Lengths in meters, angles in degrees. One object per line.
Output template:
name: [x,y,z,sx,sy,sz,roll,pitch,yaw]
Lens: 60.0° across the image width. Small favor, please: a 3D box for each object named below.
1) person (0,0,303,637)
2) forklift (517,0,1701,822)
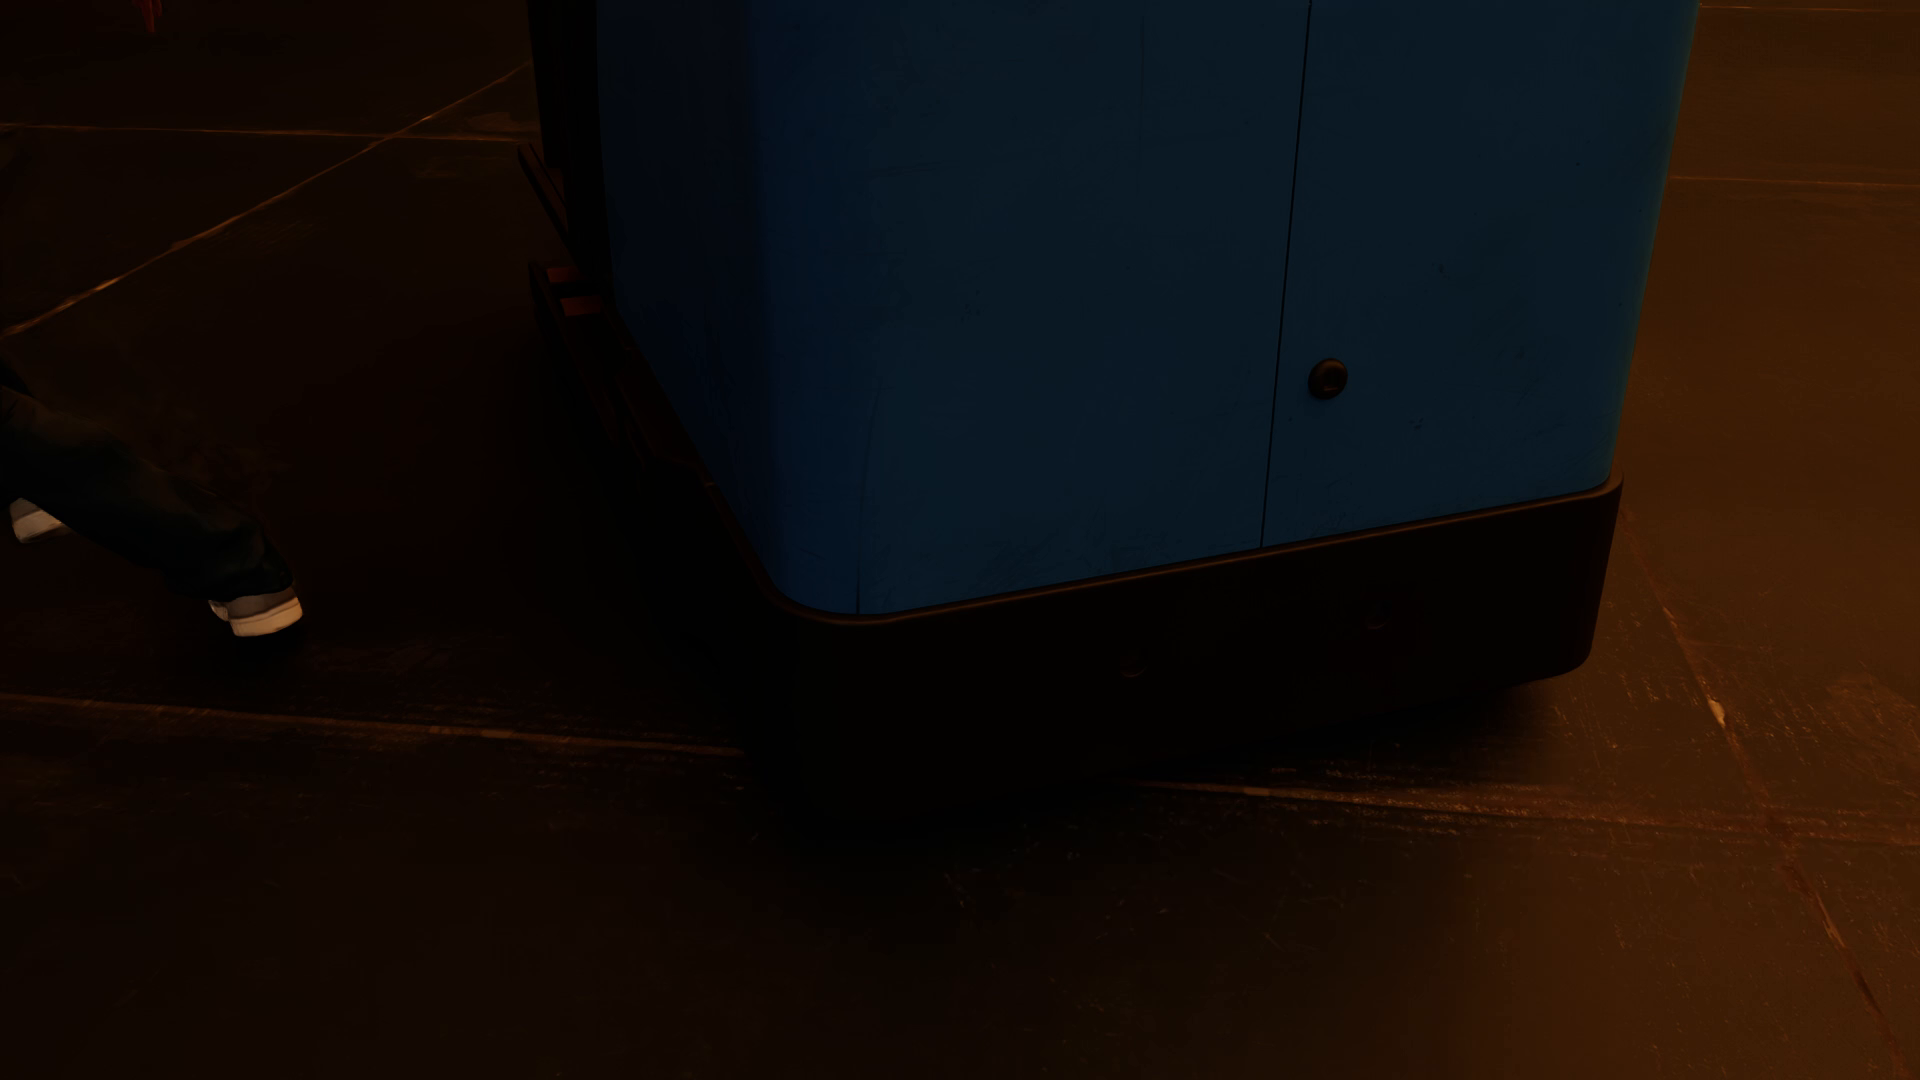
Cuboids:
person: [-1.293,-0.486,1.933,0.806,1.377,0.775,21,34,36]
forklift: [-0.195,-1.652,2.529,1.130,2.935,3.031,-9,28,-18]
